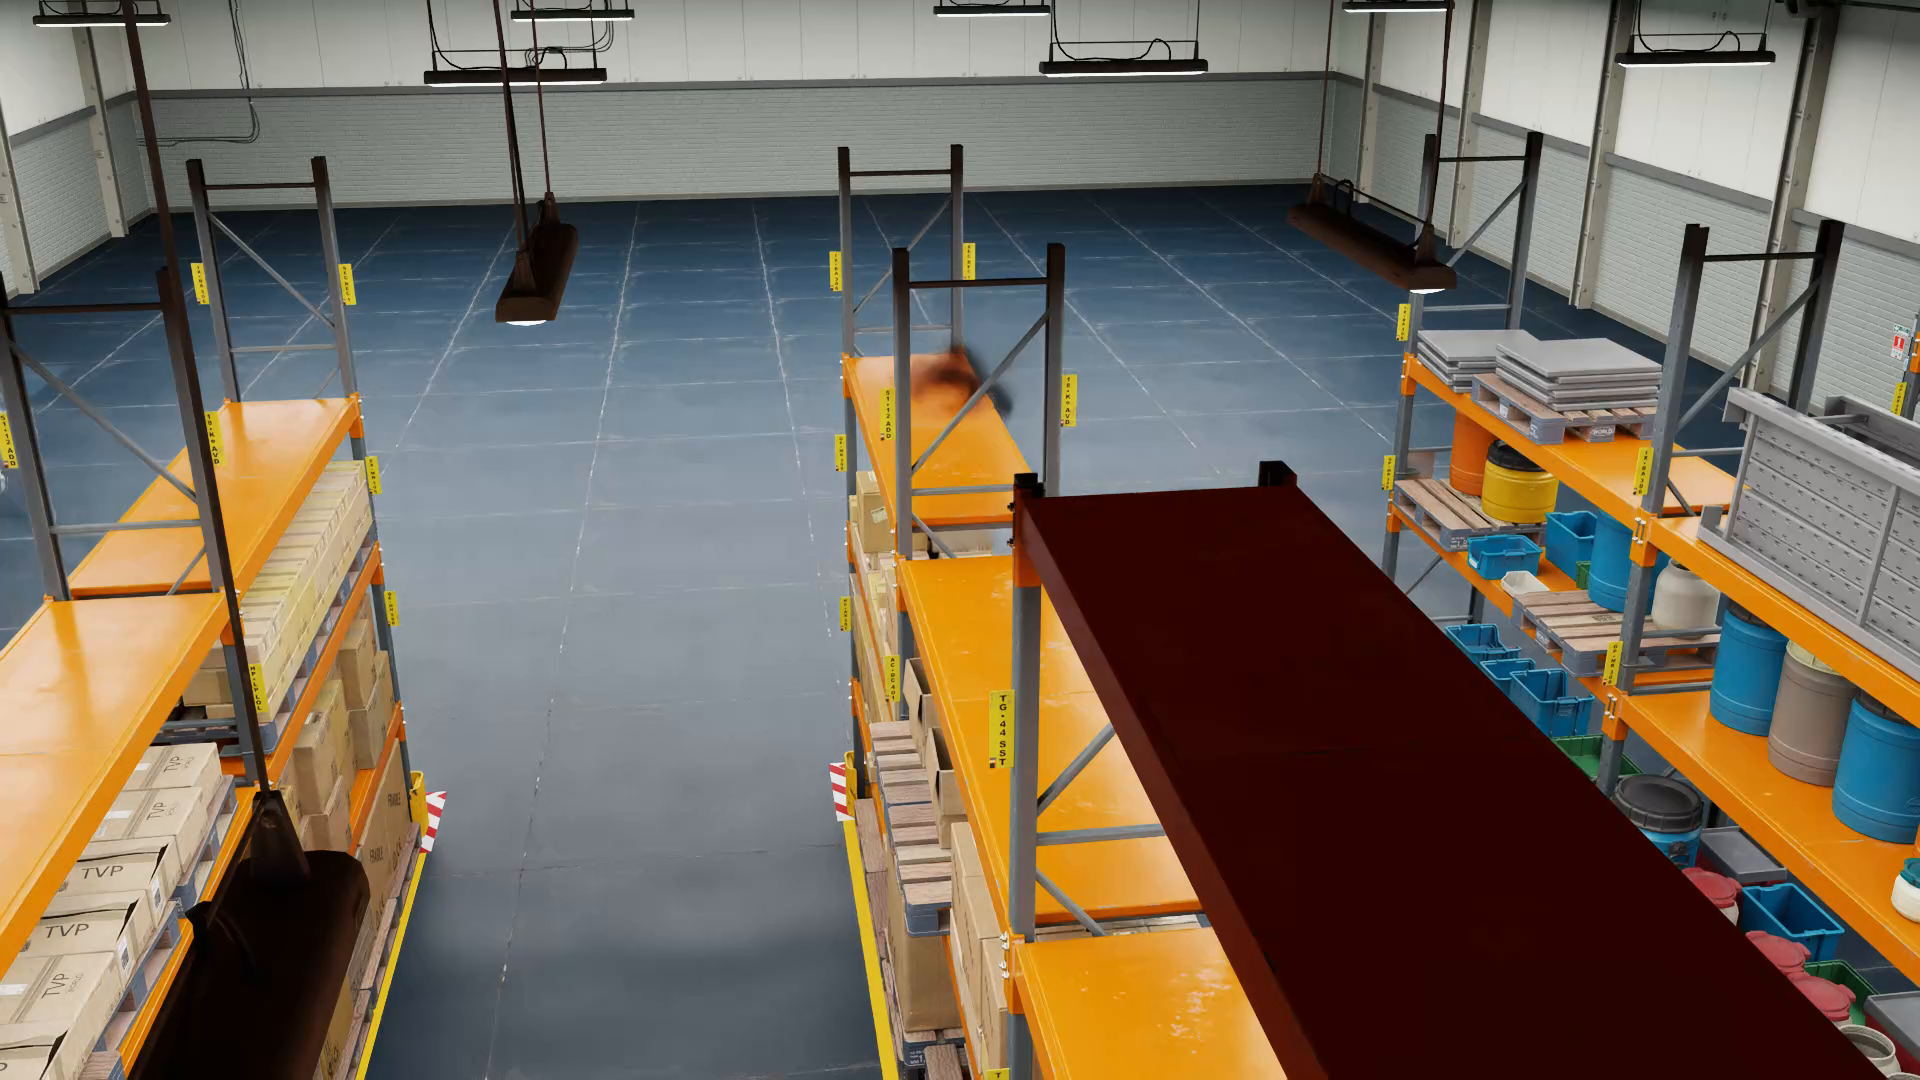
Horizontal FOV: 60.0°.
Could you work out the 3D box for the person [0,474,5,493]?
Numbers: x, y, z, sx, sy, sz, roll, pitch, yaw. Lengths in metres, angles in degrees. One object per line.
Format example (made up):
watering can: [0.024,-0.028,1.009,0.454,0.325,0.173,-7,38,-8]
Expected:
person: [-13.422,-1.293,22.692,0.552,1.657,0.621,13,25,29]
